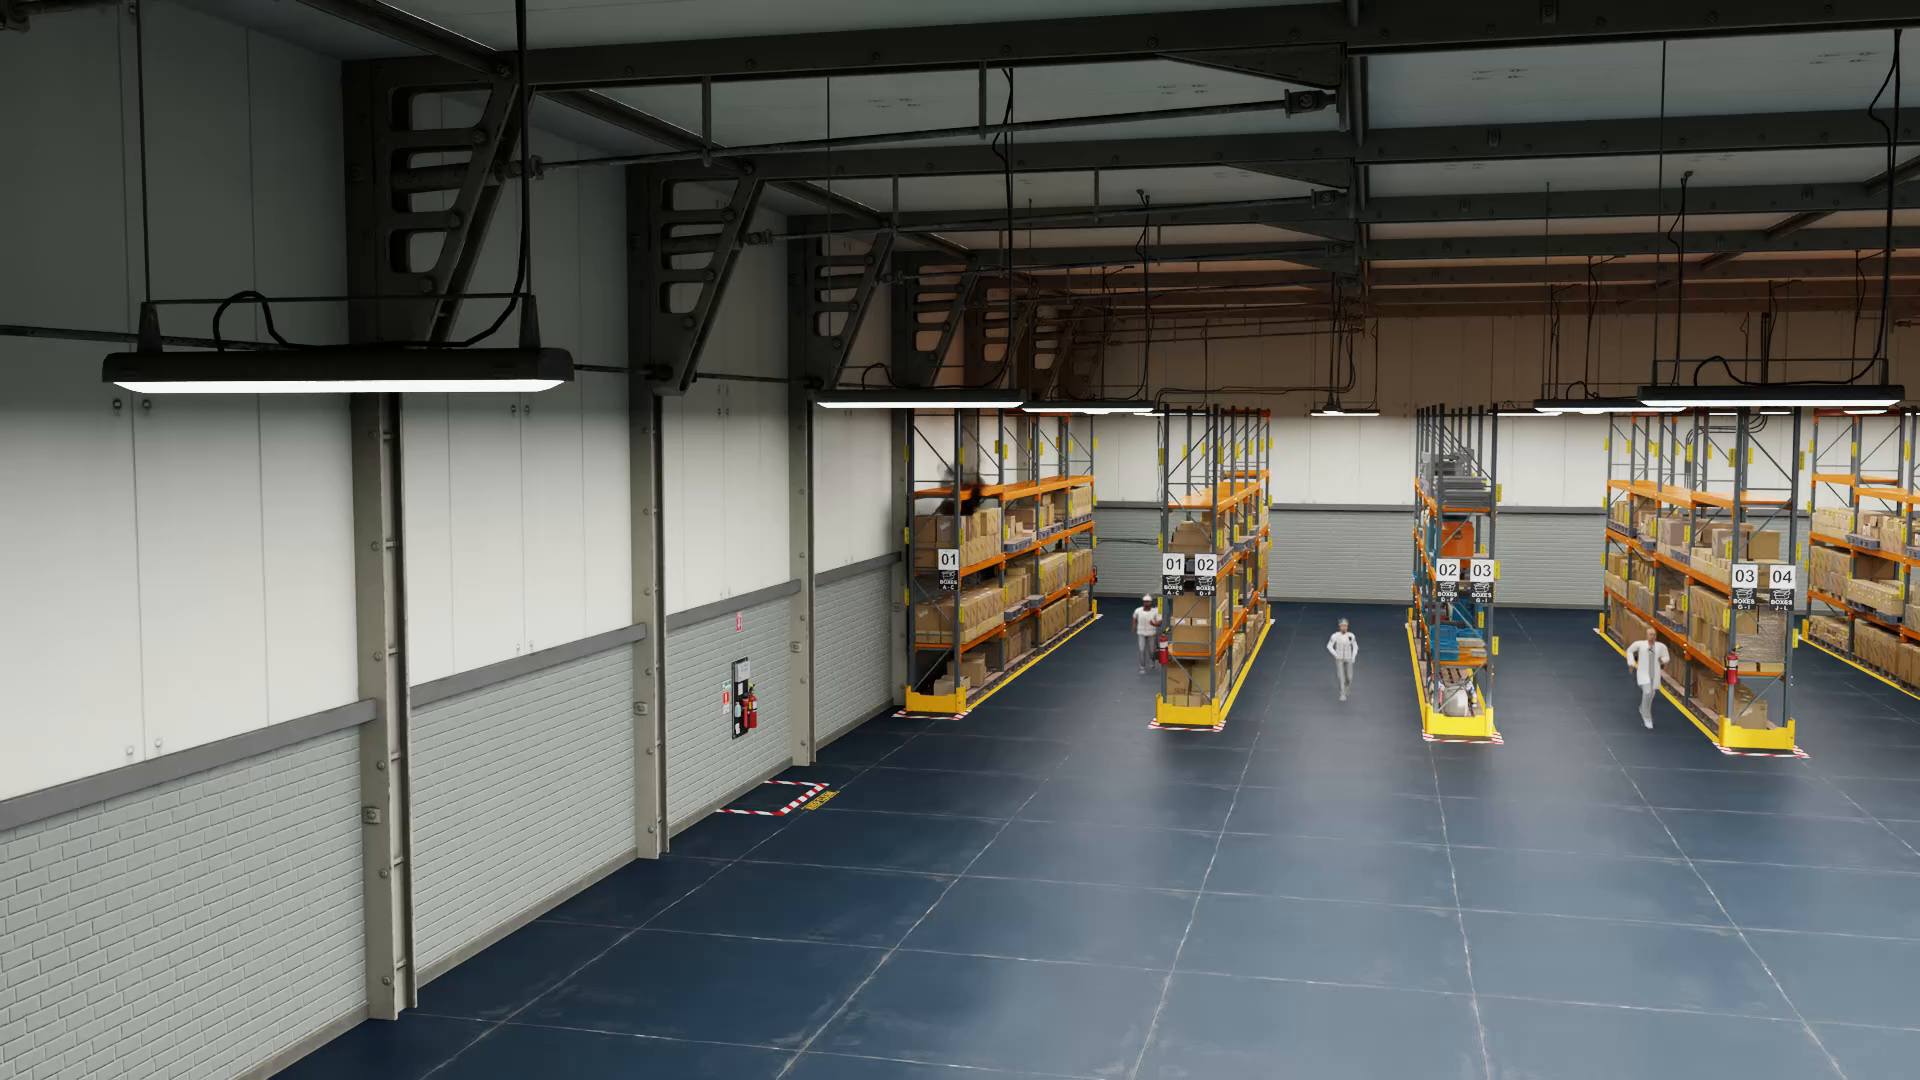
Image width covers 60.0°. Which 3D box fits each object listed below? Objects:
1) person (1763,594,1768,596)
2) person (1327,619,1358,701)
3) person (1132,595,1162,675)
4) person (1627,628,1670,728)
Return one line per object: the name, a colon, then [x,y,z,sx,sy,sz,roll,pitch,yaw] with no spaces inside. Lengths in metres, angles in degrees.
person: [21.008,1.713,43.642,0.688,1.715,0.640,-3,5,-36]
person: [7.796,2.431,33.864,0.625,1.664,0.521,0,4,6]
person: [4.191,2.114,37.322,0.710,1.747,0.959,1,4,14]
person: [12.903,2.565,31.150,0.666,1.847,0.937,0,4,2]
